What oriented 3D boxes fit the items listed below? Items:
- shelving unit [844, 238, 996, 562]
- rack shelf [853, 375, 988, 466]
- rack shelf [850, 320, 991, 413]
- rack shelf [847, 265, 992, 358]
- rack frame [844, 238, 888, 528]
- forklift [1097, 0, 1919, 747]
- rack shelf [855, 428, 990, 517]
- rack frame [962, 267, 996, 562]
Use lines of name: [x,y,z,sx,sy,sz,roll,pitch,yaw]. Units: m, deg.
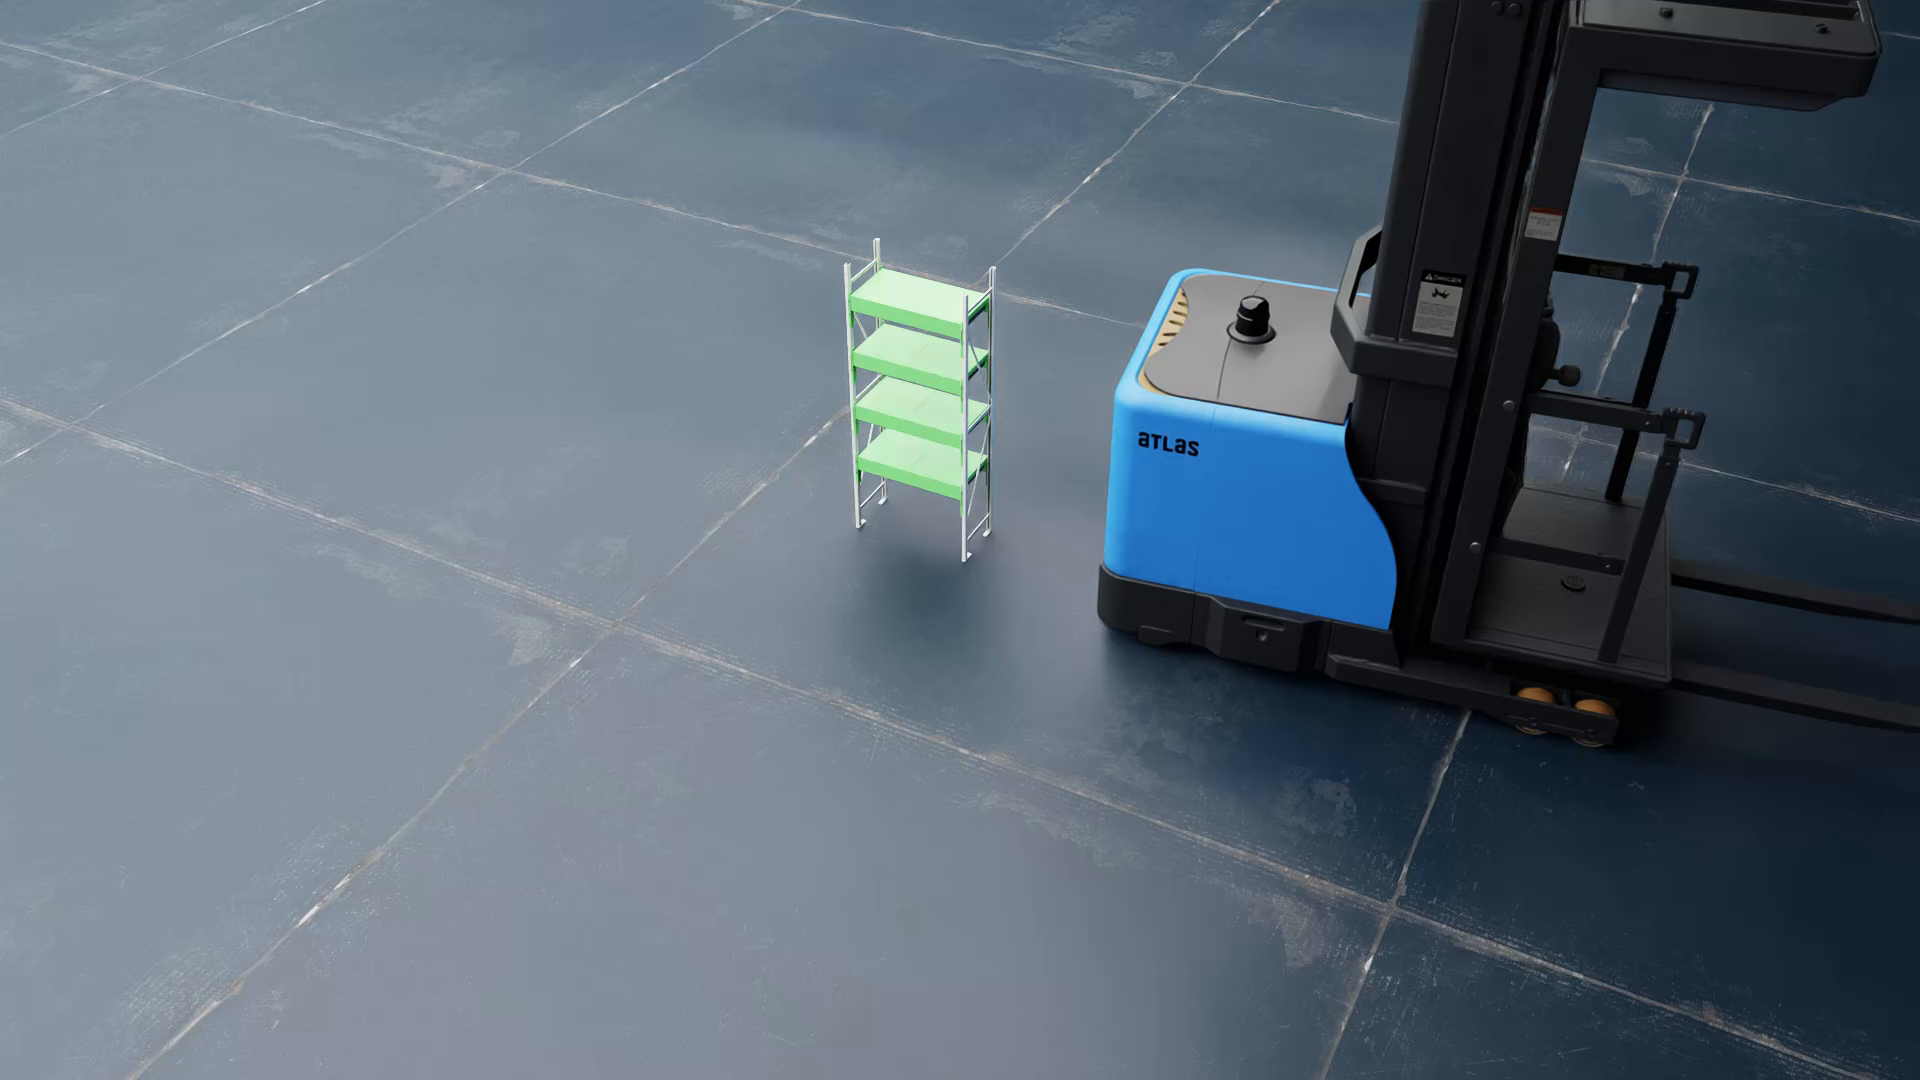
shelving unit: [-0.147,-0.524,6.448,0.503,1.200,0.258,17,41,21]
rack shelf: [-0.147,-0.473,6.487,0.480,0.148,0.258,17,41,21]
rack shelf: [-0.147,-0.664,6.341,0.480,0.148,0.258,17,41,21]
rack shelf: [-0.147,-0.855,6.196,0.480,0.148,0.258,17,41,21]
rack frame: [-0.364,-0.592,6.537,0.015,1.200,0.240,17,41,21]
forklift: [2.091,-0.809,5.392,3.031,2.935,1.130,11,39,15]
rack shelf: [-0.147,-0.282,6.632,0.480,0.148,0.258,17,41,21]
rack frame: [0.070,-0.456,6.358,0.015,1.200,0.240,17,41,21]
